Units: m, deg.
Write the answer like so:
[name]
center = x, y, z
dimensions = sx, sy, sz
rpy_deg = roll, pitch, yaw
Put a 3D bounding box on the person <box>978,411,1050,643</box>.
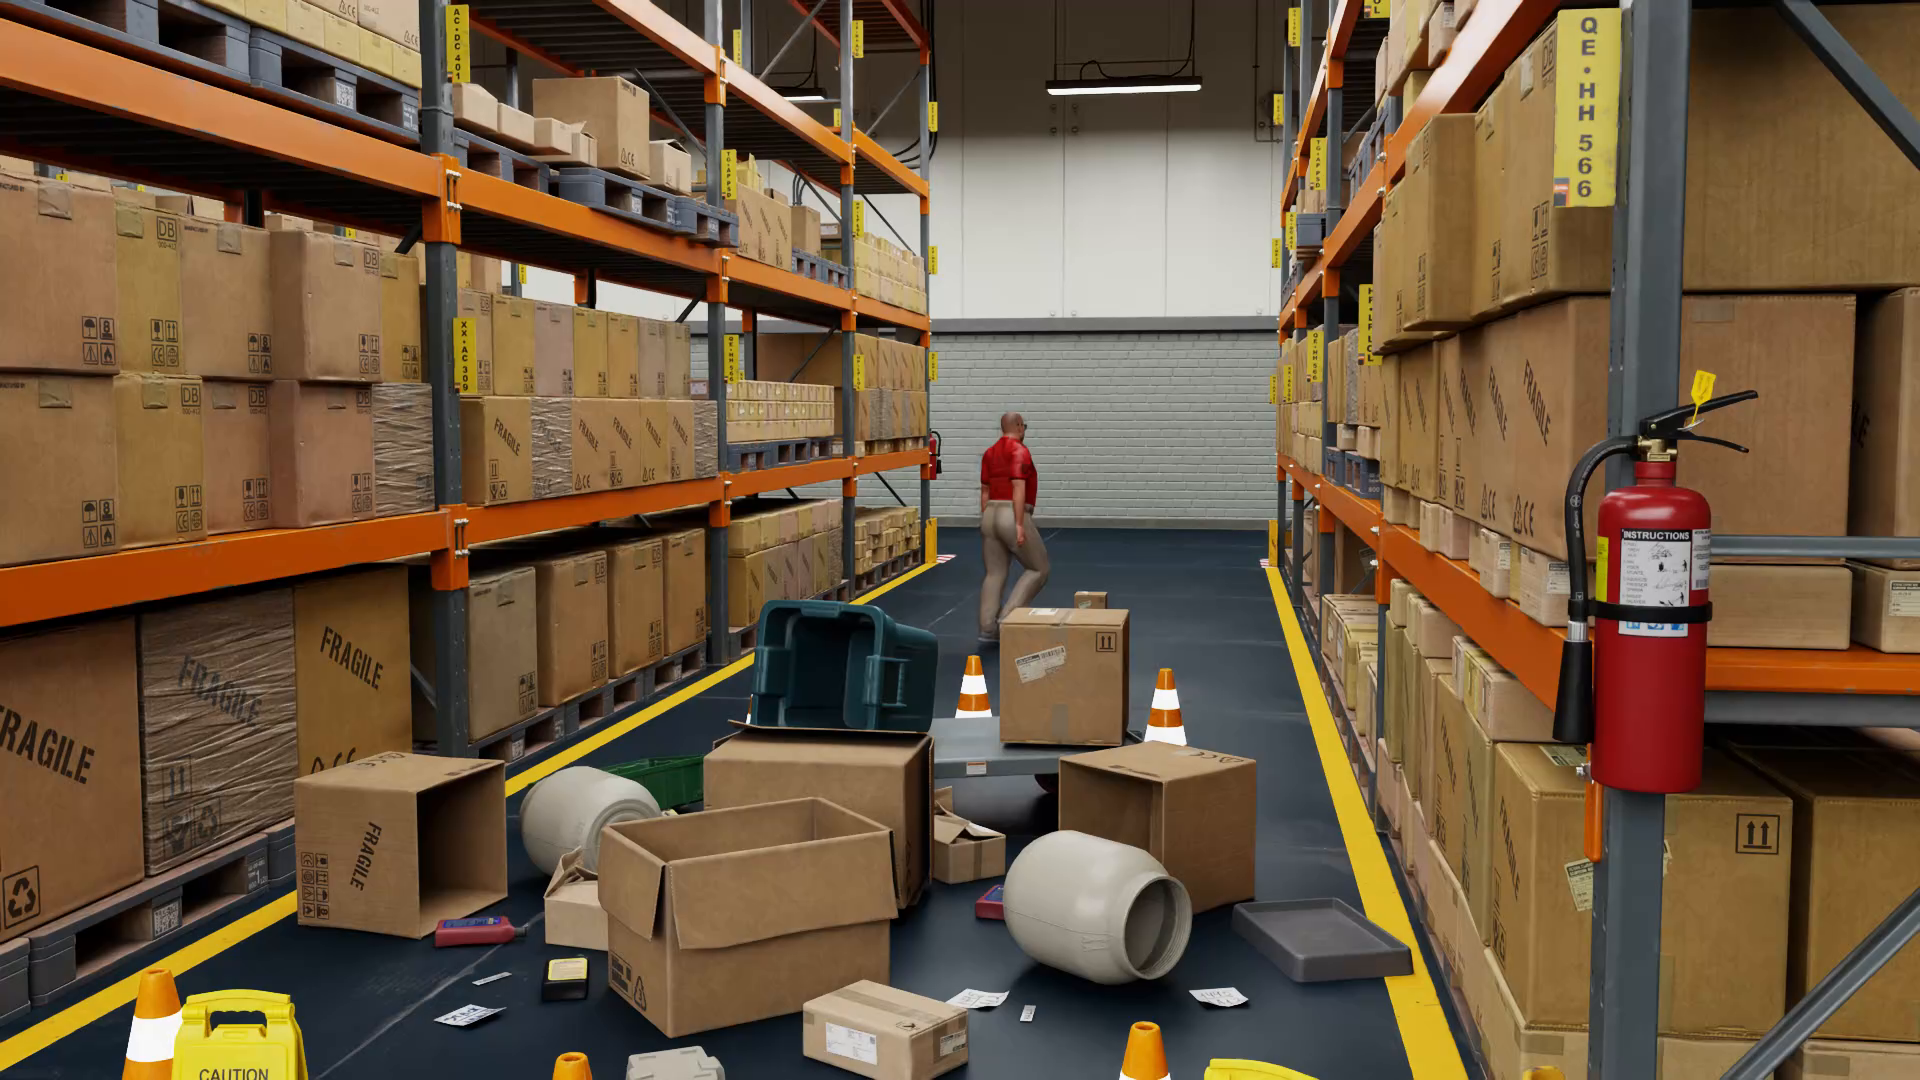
[person]
center = 0.346, -0.098, 12.311
dimensions = 0.501, 1.711, 0.569
rpy_deg = -4, 6, -41
